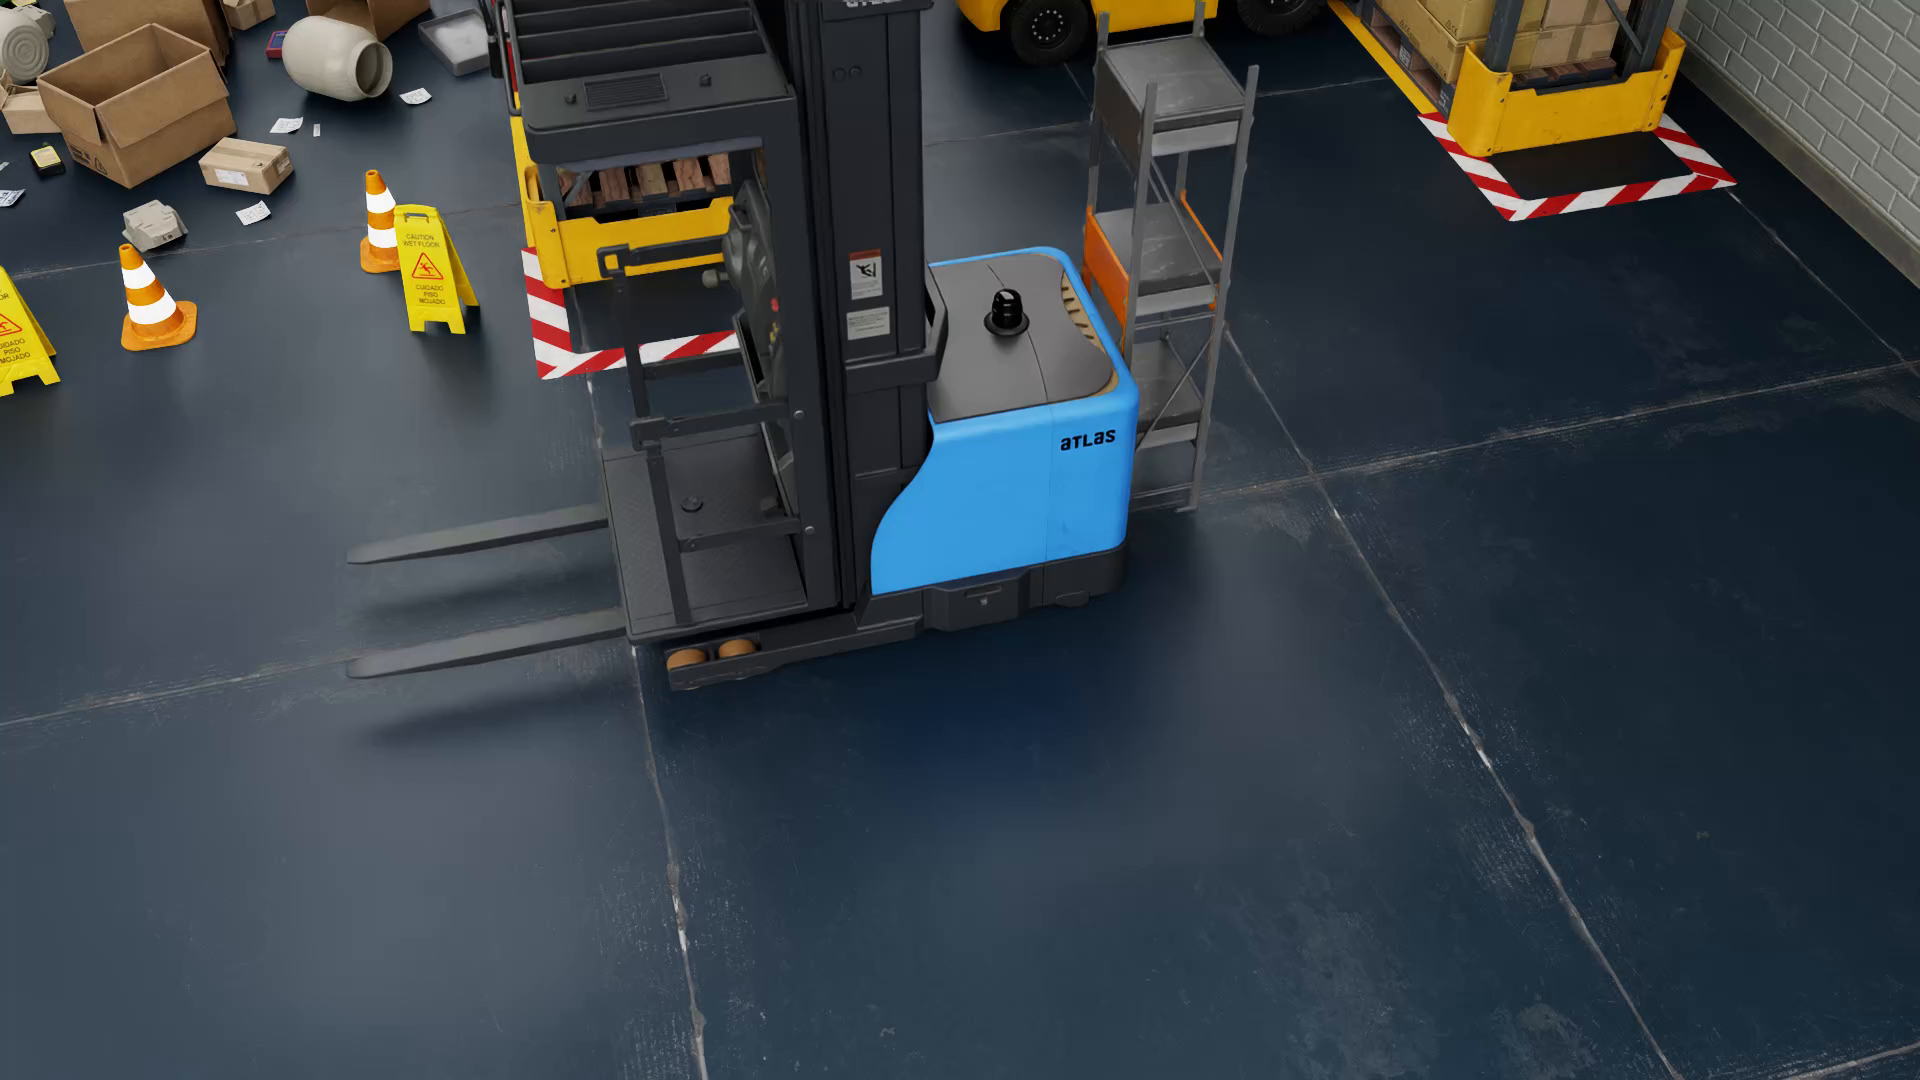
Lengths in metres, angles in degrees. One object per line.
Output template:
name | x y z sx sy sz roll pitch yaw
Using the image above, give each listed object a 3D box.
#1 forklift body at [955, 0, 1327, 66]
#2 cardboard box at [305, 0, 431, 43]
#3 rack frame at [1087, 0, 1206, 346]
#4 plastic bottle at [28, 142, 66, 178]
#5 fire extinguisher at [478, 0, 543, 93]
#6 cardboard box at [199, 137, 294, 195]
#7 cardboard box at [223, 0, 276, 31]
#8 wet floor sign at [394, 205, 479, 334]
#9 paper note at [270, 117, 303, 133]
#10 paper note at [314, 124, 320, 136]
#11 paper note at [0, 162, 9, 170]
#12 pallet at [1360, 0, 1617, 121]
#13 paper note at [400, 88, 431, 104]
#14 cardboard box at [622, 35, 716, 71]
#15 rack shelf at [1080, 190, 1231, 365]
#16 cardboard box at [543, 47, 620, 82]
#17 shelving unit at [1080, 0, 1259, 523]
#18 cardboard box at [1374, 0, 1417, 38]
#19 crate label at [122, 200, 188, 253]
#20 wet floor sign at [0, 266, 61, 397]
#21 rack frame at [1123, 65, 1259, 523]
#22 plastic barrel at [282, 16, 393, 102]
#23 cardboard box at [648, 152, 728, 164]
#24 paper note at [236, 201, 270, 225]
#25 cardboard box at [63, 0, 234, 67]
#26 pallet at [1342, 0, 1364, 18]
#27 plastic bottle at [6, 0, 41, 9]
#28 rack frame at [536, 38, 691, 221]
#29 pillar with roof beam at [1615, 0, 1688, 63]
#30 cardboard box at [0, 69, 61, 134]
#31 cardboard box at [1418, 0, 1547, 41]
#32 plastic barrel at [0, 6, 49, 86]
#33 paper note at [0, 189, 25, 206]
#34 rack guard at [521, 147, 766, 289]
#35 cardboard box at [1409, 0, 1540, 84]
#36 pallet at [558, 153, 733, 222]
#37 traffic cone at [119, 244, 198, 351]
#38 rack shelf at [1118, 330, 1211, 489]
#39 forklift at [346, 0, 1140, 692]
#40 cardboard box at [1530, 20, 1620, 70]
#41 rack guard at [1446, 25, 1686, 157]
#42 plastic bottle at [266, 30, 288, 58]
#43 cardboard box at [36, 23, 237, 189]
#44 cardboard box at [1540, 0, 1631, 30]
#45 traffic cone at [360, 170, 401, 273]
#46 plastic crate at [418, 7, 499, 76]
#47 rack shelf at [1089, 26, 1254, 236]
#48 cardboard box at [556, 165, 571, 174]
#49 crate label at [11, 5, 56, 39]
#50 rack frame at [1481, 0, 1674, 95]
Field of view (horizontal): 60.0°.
forklift body | 1.041 -4.042 9.456 2.313 2.155 1.214 -11 47 -10
cardboard box | -3.573 -3.353 9.934 0.500 0.500 0.500 19 48 17
rack frame | 0.688 -1.170 6.677 0.400 2.100 0.015 -11 47 -11
plastic bottle | -4.937 -2.057 8.974 0.133 0.061 0.283 -26 51 -24
fire extinguisher | -1.924 -2.263 7.173 0.296 0.674 0.183 -11 47 -10
cardboard box | -3.796 -1.991 8.848 0.380 0.149 0.250 11 47 11
cardboard box | -4.398 -3.303 10.052 0.396 0.266 0.258 27 51 24
wet floor sign | -2.493 -1.303 7.826 0.267 0.644 0.232 4 46 4
paper note | -3.746 -2.313 9.254 0.148 0.019 0.142 4 46 4
paper note | -3.567 -2.274 9.222 0.032 0.001 0.123 -11 47 -10
paper note | -5.172 -2.000 8.953 0.032 0.001 0.123 11 47 11
pallet | 3.053 -2.908 9.703 1.003 0.211 1.213 -11 47 -10
paper note | -3.094 -2.526 9.455 0.142 0.019 0.148 -26 51 -24
cardboard box | -1.453 -2.524 8.481 0.500 0.500 0.500 -12 47 -12
rack shelf | 0.754 -0.992 6.522 0.431 0.518 0.480 -11 47 -11
cardboard box | -1.965 -2.406 8.365 0.500 0.500 0.500 -10 46 -10
shelving unit | 0.754 -1.002 6.512 0.431 2.100 0.503 -11 47 -11
cardboard box | 2.746 -3.160 9.628 0.500 0.250 0.500 -11 47 -10
crate label | -4.112 -1.606 8.479 0.250 0.136 0.298 -35 55 -30
wet floor sign | -4.345 -0.997 7.526 0.267 0.644 0.232 -18 48 -17
rack frame | 0.820 -0.834 6.348 0.400 2.100 0.015 -11 47 -11
plastic barrel | -3.500 -2.701 9.351 0.512 0.421 0.421 19 48 17
cardboard box | -1.447 -2.246 8.732 0.500 0.250 0.500 -11 47 -11
paper note | -3.674 -1.703 8.648 0.148 0.019 0.142 -26 51 -24
cardboard box | -4.652 -3.021 9.514 0.797 0.637 0.503 -11 47 -10
pallet | 2.745 -3.749 10.527 1.003 0.211 1.213 -11 47 -10
plastic bottle | -5.761 -3.297 10.189 0.133 0.061 0.283 -35 55 -30
rack frame | -1.508 -2.454 7.305 1.000 3.000 0.127 -11 47 -10
pillar with roof beam | -0.179 -5.322 5.916 9.100 9.000 0.400 -11 47 -10
cardboard box | -5.070 -2.433 9.200 0.396 0.266 0.258 -3 46 -3
cardboard box | 2.863 -3.002 9.124 0.500 0.250 0.500 -11 47 -11
plastic barrel | -5.518 -2.836 9.483 0.512 0.421 0.421 19 48 17
paper note | -5.016 -1.803 8.748 0.144 0.017 0.142 4 46 4
rack guard | -1.527 -1.631 8.249 1.175 0.500 0.348 -11 47 -10
cardboard box | 2.864 -2.815 9.290 0.500 0.250 0.500 -10 46 -10
pallet | -1.701 -2.097 8.908 1.003 0.211 1.213 -11 47 -10
traffic cone | -3.851 -1.189 7.842 0.336 0.463 0.334 -11 47 -10
rack shelf | 0.754 -0.502 7.022 0.431 0.518 0.480 -11 47 -11
forklift | -0.903 -0.866 5.798 3.031 2.935 1.130 -11 47 -10
cardboard box | 3.353 -2.923 9.396 0.500 0.250 0.500 -11 47 -10
rack guard | 3.296 -2.472 9.073 1.175 0.500 0.348 -11 47 -10
plastic bottle | -4.014 -2.953 9.852 0.133 0.061 0.283 -3 46 -3
cardboard box | -4.405 -2.330 8.931 0.637 0.503 0.797 27 51 24
cardboard box | 3.370 -3.086 9.206 0.500 0.250 0.500 -10 46 -10
traffic cone | -2.865 -1.627 8.271 0.336 0.463 0.334 -11 47 -10
plastic crate | -2.922 -2.959 9.845 0.402 0.080 0.583 -26 51 -24
rack shelf | 0.754 -1.482 6.022 0.431 0.518 0.480 -11 47 -11
cardboard box | -1.981 -2.164 8.652 0.500 0.250 0.500 -11 47 -11
crate label | -5.571 -3.070 9.913 0.250 0.136 0.298 27 51 24
rack frame | 3.290 -3.364 8.197 1.000 3.000 0.127 -11 47 -10
